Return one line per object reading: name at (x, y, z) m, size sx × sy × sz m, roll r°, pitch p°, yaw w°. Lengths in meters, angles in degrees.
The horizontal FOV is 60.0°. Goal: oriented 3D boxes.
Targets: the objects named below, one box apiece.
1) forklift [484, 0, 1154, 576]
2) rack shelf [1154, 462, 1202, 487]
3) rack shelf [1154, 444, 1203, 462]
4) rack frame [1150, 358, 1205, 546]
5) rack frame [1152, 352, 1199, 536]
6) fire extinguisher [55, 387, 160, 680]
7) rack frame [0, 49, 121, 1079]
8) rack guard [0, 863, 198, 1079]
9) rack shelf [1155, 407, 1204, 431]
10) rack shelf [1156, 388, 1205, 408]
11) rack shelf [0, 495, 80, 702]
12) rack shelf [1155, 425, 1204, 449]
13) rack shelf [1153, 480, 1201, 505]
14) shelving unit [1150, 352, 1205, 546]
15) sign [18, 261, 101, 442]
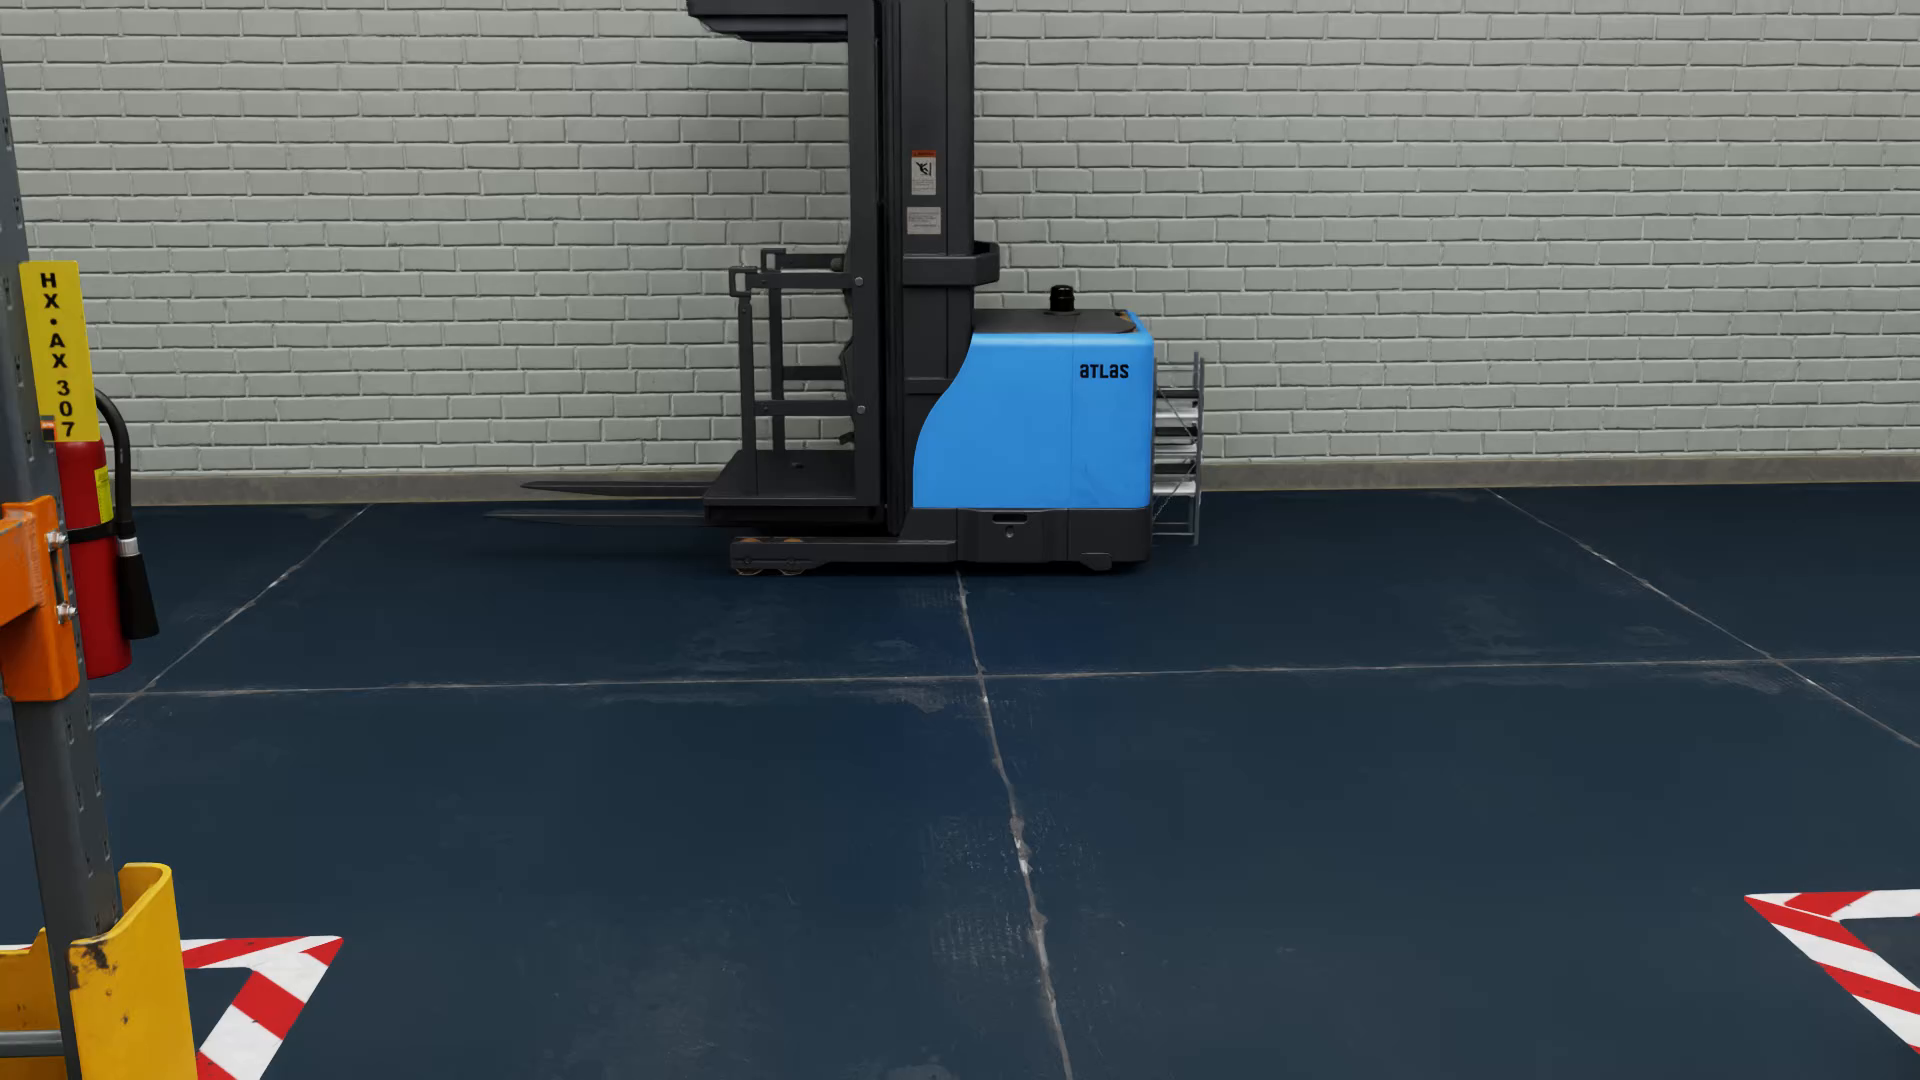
forklift at (-0.650, -1.391, 7.550) m, size 3.031 × 2.935 × 1.130 m, roll 0°, pitch 14°, yaw 1°
rack shelf at (1.012, -0.313, 7.931) m, size 0.258 × 0.077 × 0.200 m, roll 0°, pitch 14°, yaw 0°
rack shelf at (1.012, -0.400, 7.908) m, size 0.258 × 0.077 × 0.200 m, roll 0°, pitch 14°, yaw 0°
rack frame at (1.012, -0.407, 7.802) m, size 0.240 × 0.900 × 0.006 m, roll 0°, pitch 14°, yaw 0°
rack frame at (1.012, -0.457, 7.999) m, size 0.240 × 0.900 × 0.006 m, roll 0°, pitch 14°, yaw 0°
fire extinguisher at (-1.722, -0.072, 3.191) m, size 0.296 × 0.674 × 0.183 m, roll -1°, pitch 14°, yaw -3°
rack frame at (-2.163, -0.246, 2.962) m, size 0.949 × 2.616 × 0.053 m, roll -1°, pitch 14°, yaw -3°
rack guard at (-2.181, 0.959, 3.296) m, size 1.175 × 0.500 × 0.348 m, roll -1°, pitch 14°, yaw -3°
rack shelf at (1.012, -0.574, 7.863) m, size 0.258 × 0.077 × 0.200 m, roll 0°, pitch 14°, yaw 0°
rack shelf at (1.012, -0.661, 7.841) m, size 0.258 × 0.077 × 0.200 m, roll 0°, pitch 14°, yaw 0°
rack shelf at (-2.042, 0.600, 1.118) m, size 1.077 × 0.370 × 4.000 m, roll -1°, pitch 14°, yaw -3°
rack shelf at (1.012, -0.487, 7.886) m, size 0.258 × 0.077 × 0.200 m, roll 0°, pitch 14°, yaw 0°
rack shelf at (1.012, -0.226, 7.953) m, size 0.258 × 0.077 × 0.200 m, roll 0°, pitch 14°, yaw 0°
shelving unit at (1.012, -0.432, 7.900) m, size 0.258 × 0.900 × 0.210 m, roll 0°, pitch 14°, yaw 0°
sign at (-1.618, -0.337, 2.990) m, size 0.100 × 0.325 × 0.005 m, roll -1°, pitch 14°, yaw -3°
